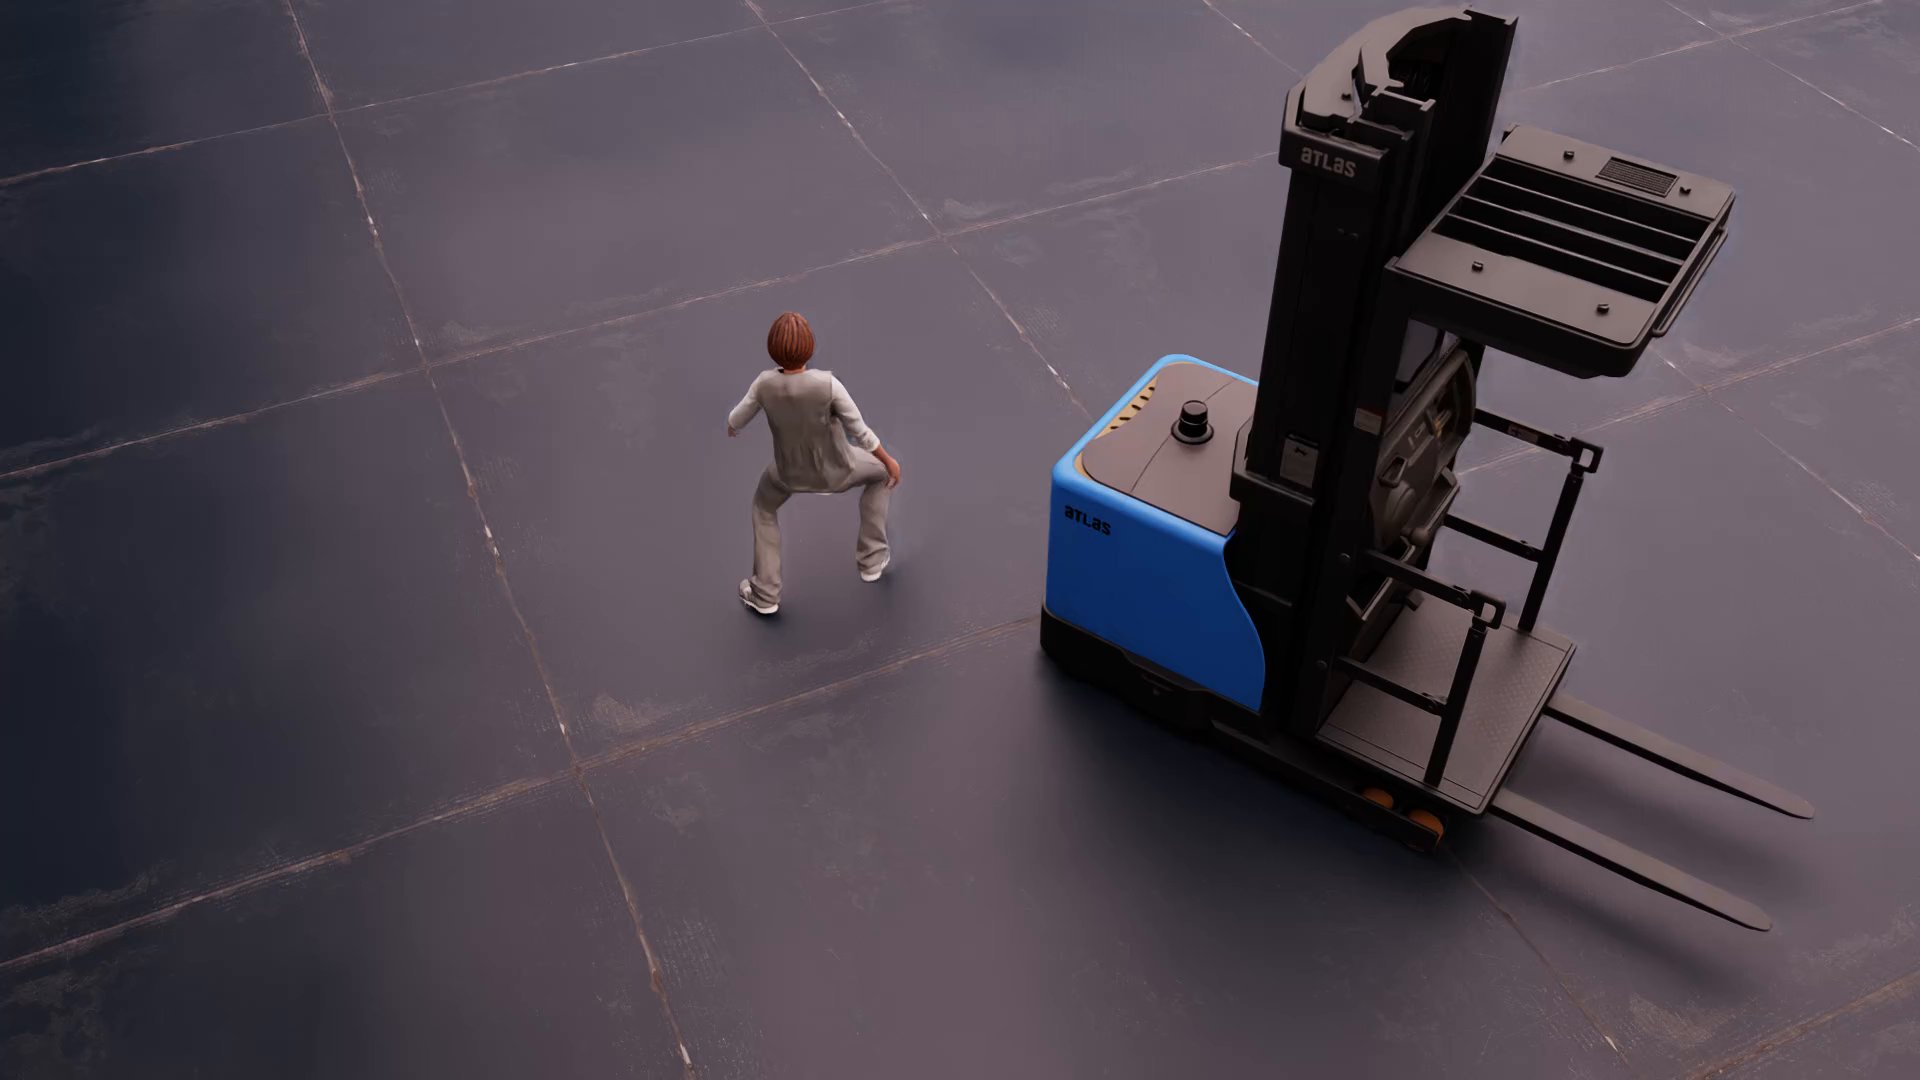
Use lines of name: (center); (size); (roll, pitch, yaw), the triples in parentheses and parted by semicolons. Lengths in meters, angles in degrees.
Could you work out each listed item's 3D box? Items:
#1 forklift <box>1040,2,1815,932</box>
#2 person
forklift: (1.853, -0.270, 5.969); (3.031, 2.935, 1.130); (25, 49, 24)
person: (-0.651, -0.356, 7.143); (0.803, 1.491, 0.580); (8, 44, 8)
